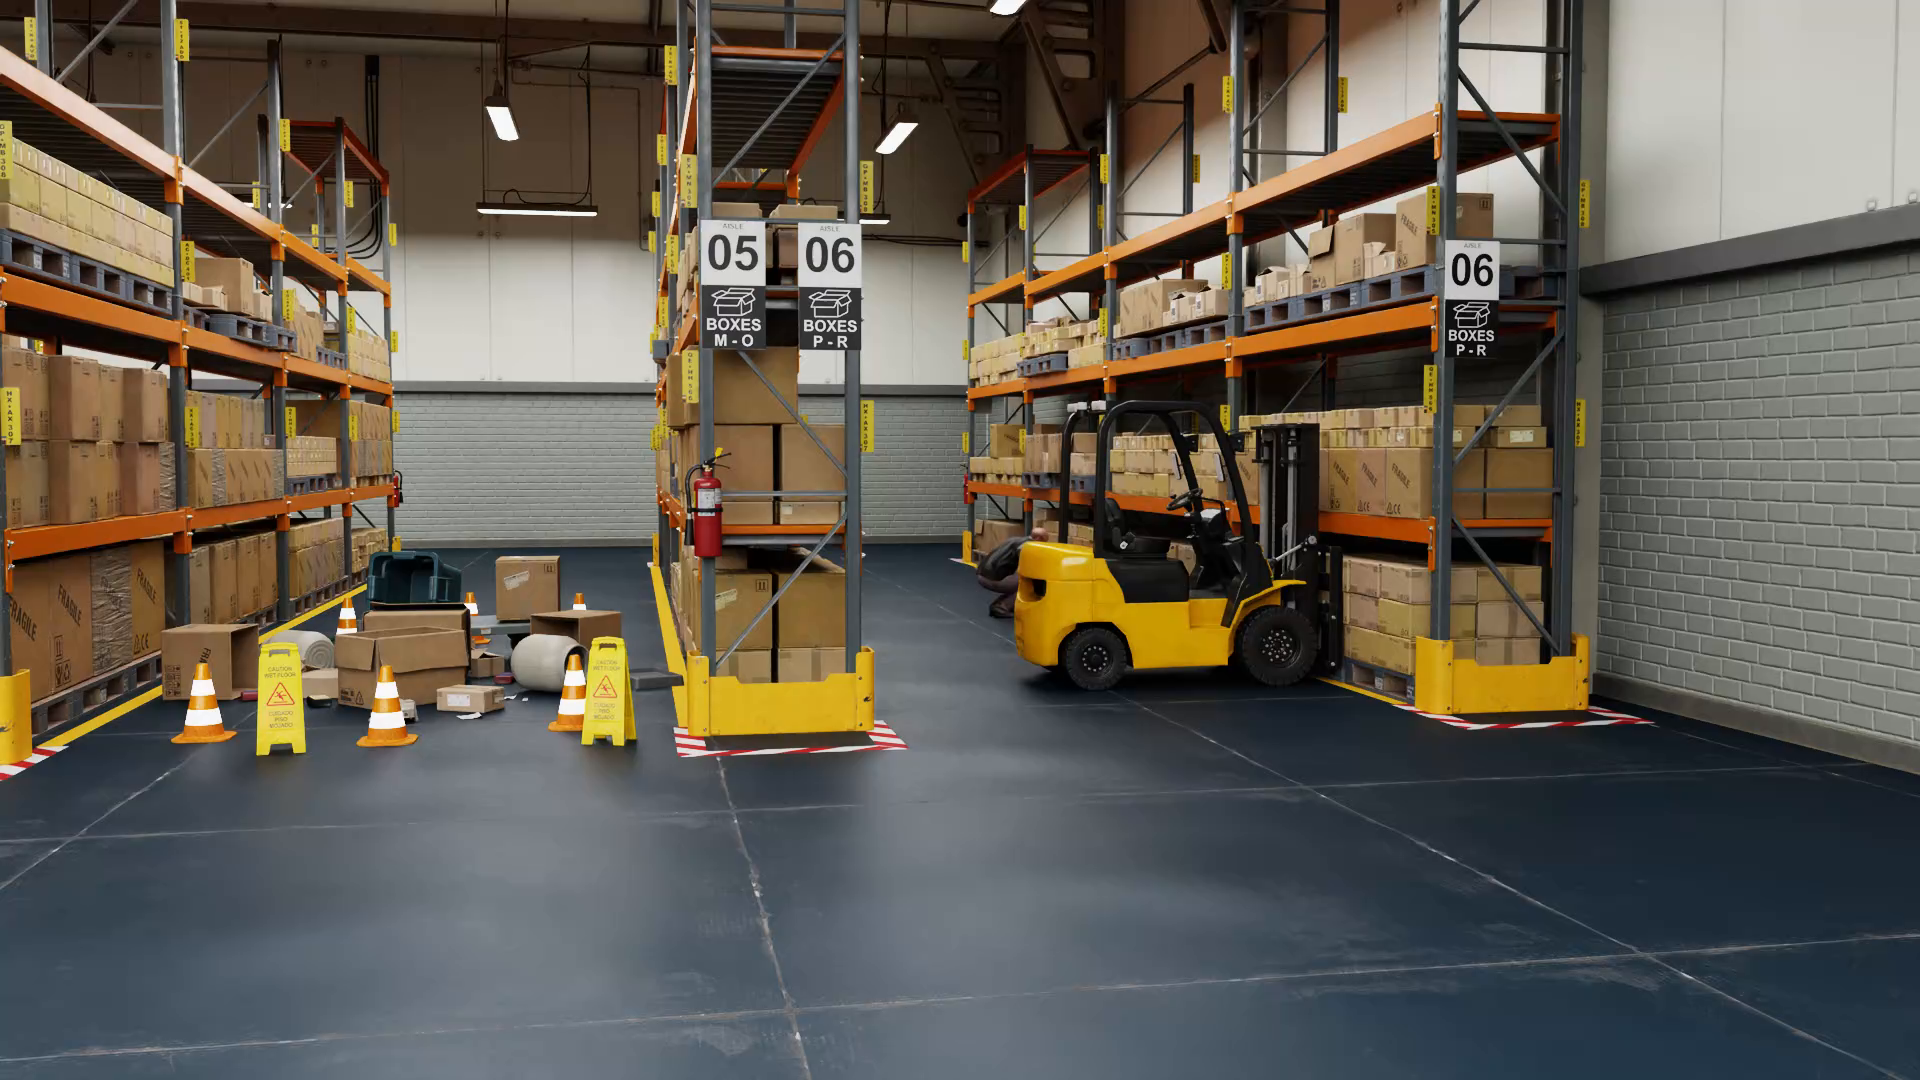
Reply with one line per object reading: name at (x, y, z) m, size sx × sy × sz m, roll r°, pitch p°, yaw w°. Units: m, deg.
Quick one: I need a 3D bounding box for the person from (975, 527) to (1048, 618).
person at (0.610, 0.350, 17.999) m, size 0.874 × 0.963 × 0.540 m, roll -1°, pitch 3°, yaw -11°
